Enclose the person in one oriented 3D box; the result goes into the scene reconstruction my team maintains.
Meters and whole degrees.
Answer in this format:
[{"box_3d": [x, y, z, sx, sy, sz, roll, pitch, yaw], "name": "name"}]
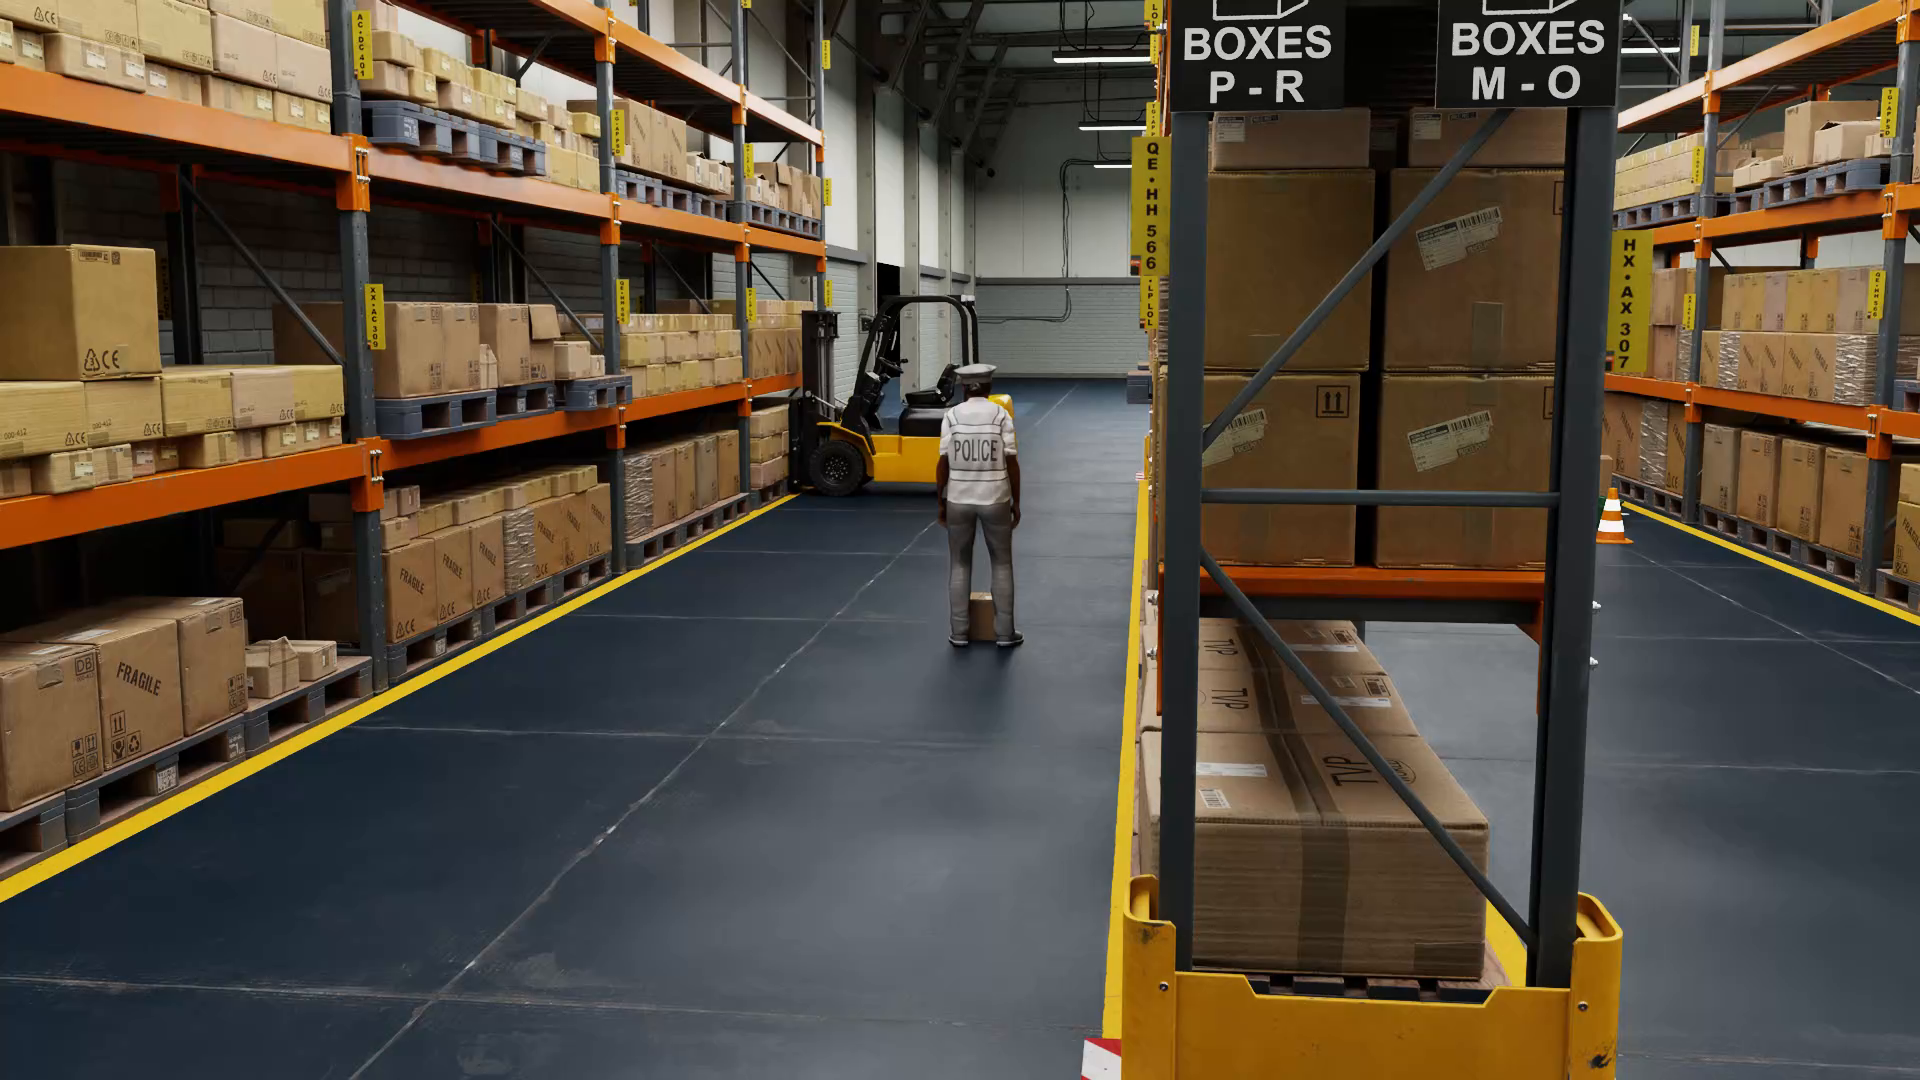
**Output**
[{"box_3d": [0.119, -0.202, 9.798, 0.512, 1.657, 0.399, 1, 8, 6], "name": "person"}]
